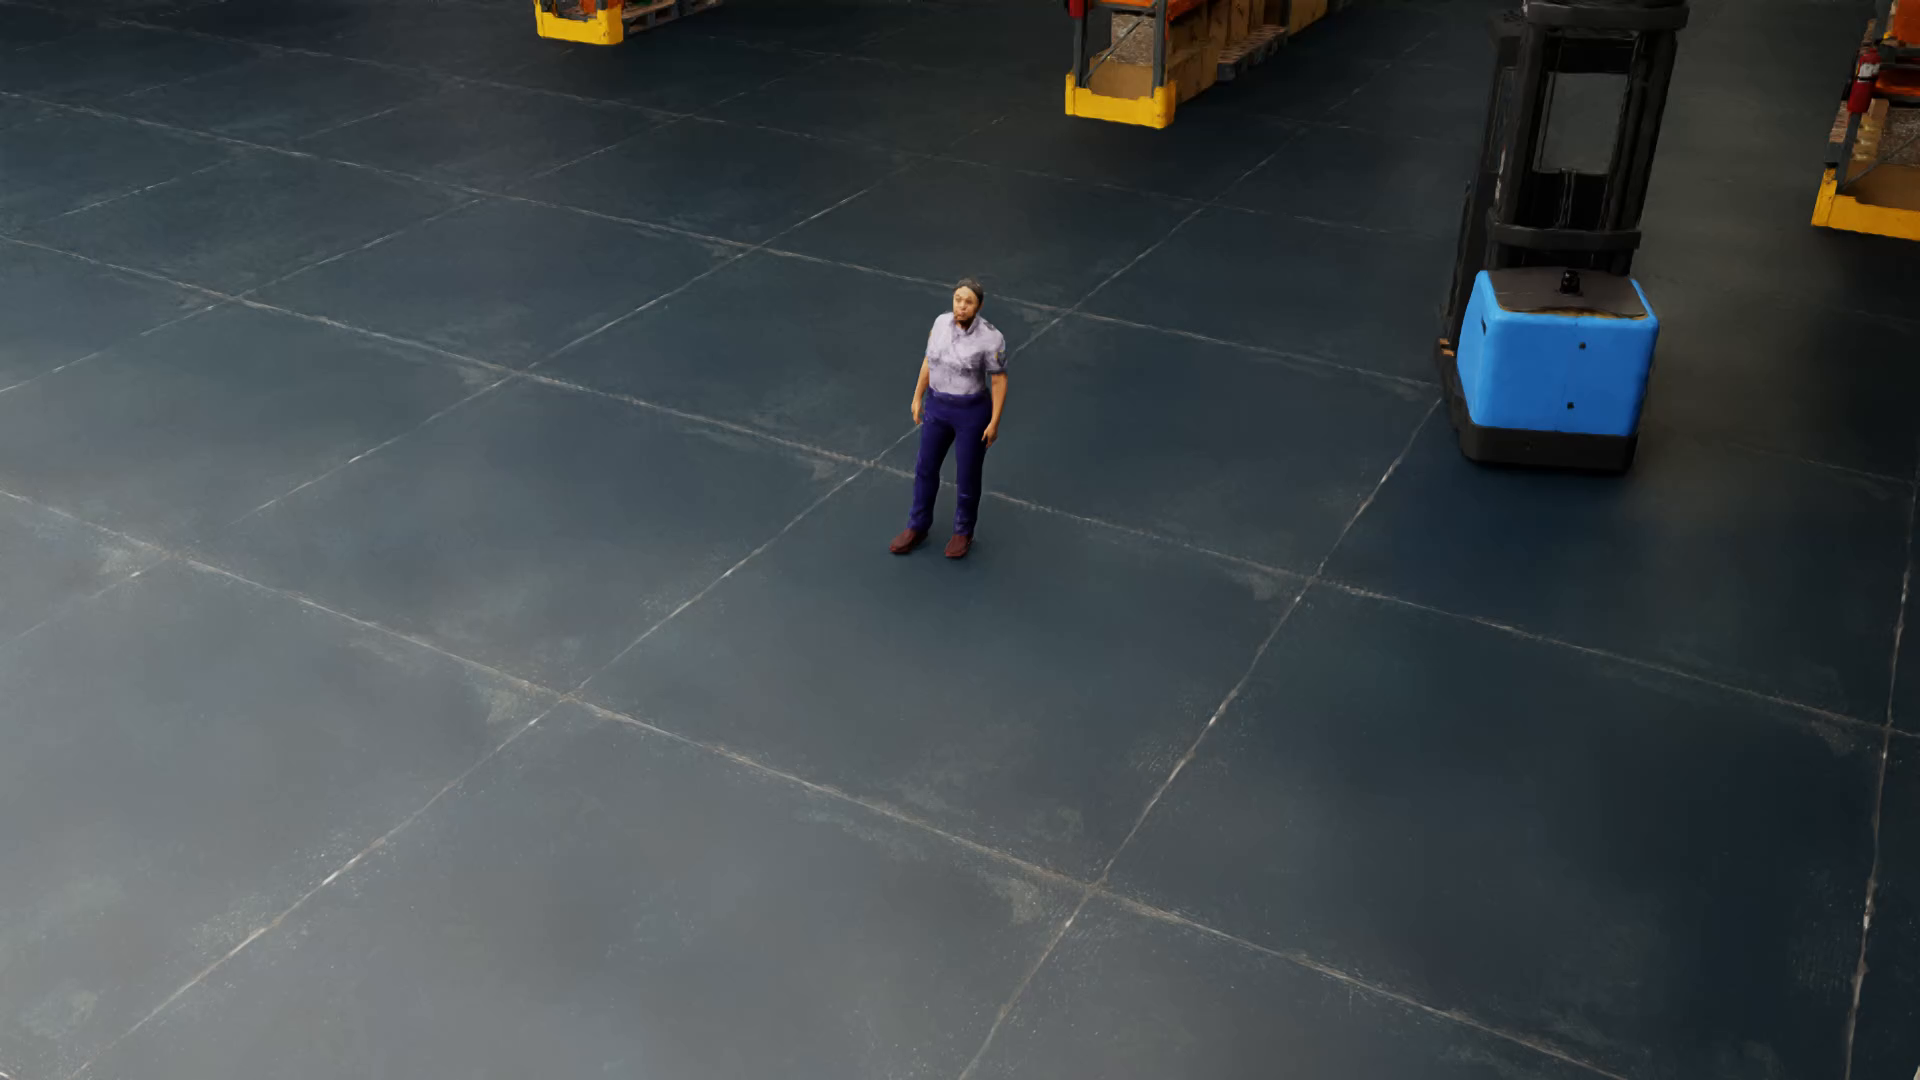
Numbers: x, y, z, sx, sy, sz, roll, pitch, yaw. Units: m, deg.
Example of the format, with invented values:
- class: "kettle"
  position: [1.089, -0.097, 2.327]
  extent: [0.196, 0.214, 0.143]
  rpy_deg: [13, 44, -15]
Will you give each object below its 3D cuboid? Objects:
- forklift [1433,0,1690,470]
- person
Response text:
- class: "forklift"
  position: [4.021, -2.433, 11.286]
  extent: [1.130, 2.935, 3.031]
  rpy_deg: [4, 30, 8]
- class: "person"
  position: [-0.063, -0.682, 9.531]
  extent: [0.599, 1.642, 0.502]
  rpy_deg: [15, 33, 25]
